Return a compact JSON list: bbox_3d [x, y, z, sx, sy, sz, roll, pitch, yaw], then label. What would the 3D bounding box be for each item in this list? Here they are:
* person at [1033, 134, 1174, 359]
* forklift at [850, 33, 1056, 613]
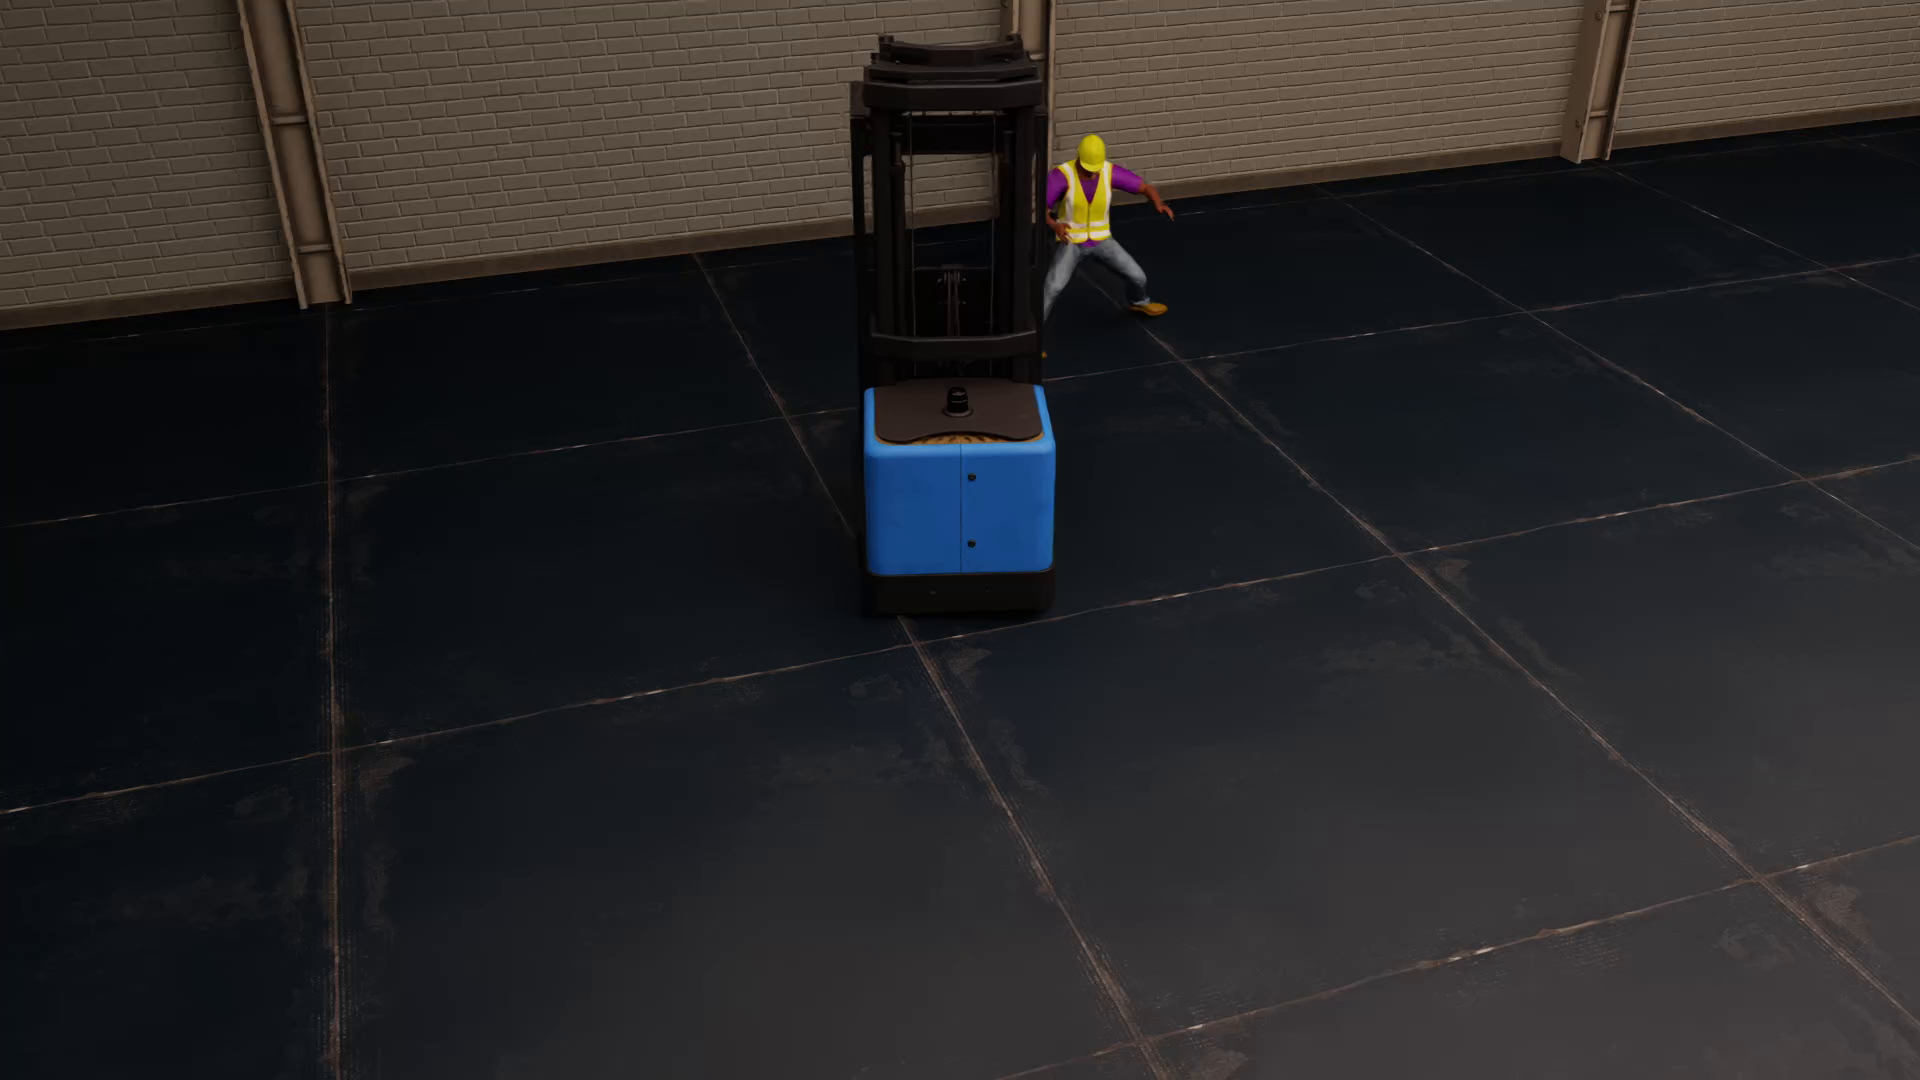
[{"bbox_3d":[1.036,-2.229,12.344,1.316,1.552,0.773,-6,31,-11],"label":"person"},{"bbox_3d":[-0.072,-1.567,9.811,1.130,2.935,3.031,-1,30,-3],"label":"forklift"}]
